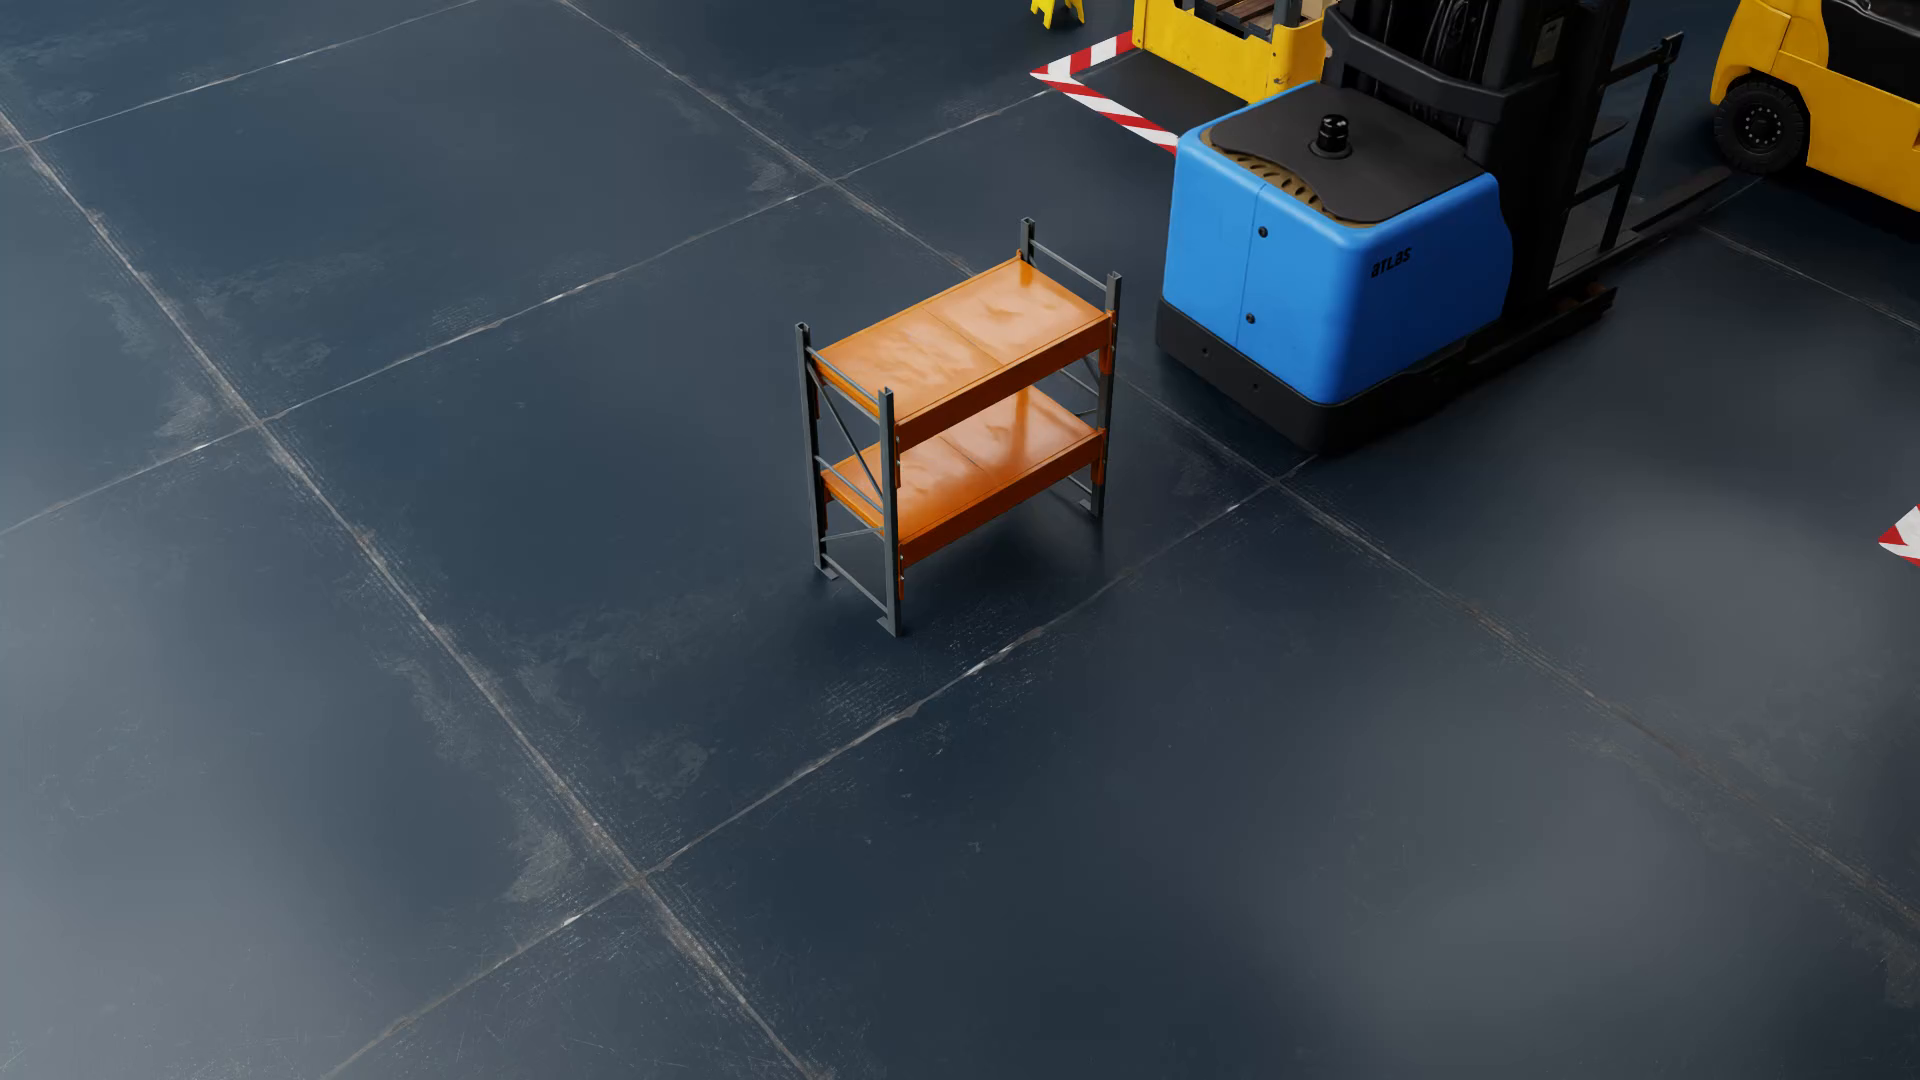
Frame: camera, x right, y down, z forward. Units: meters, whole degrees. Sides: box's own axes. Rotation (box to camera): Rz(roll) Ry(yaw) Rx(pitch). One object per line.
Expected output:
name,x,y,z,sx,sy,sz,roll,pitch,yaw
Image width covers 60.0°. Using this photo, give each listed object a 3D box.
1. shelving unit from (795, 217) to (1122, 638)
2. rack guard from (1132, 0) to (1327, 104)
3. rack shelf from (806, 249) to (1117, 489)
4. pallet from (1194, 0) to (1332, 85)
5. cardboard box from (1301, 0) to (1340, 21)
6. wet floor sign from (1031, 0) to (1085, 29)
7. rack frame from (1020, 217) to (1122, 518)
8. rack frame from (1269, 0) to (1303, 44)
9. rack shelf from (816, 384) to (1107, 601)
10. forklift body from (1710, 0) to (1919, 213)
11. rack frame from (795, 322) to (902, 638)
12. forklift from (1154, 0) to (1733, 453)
shelving unit,0.005,-0.413,6.093,1.048,1.125,0.538,-30,51,-28
rack guard,1.462,-2.803,9.094,0.348,0.500,1.175,-30,51,-28
rack shelf,0.005,-0.626,5.892,1.000,0.278,0.538,-30,51,-28
pallet,2.108,-3.036,9.553,1.213,0.211,1.003,-30,51,-28
cardboard box,2.200,-3.041,9.223,0.500,0.250,0.500,-30,51,-28
wet floor sign,0.572,-3.301,9.518,0.232,0.644,0.267,-14,45,-14
rack frame,0.395,-0.636,6.331,0.032,1.125,0.500,-30,51,-28
rack frame,1.404,-3.681,8.203,0.127,3.000,1.000,-30,51,-28
rack shelf,0.005,-0.235,6.260,1.000,0.278,0.538,-30,51,-28
forklift body,4.875,-2.557,7.627,1.214,2.155,2.313,-30,51,-28
rack frame,-0.385,-0.190,5.855,0.032,1.125,0.500,-30,51,-28
forklift,2.337,-2.251,6.730,3.031,2.935,1.130,-27,50,-26
